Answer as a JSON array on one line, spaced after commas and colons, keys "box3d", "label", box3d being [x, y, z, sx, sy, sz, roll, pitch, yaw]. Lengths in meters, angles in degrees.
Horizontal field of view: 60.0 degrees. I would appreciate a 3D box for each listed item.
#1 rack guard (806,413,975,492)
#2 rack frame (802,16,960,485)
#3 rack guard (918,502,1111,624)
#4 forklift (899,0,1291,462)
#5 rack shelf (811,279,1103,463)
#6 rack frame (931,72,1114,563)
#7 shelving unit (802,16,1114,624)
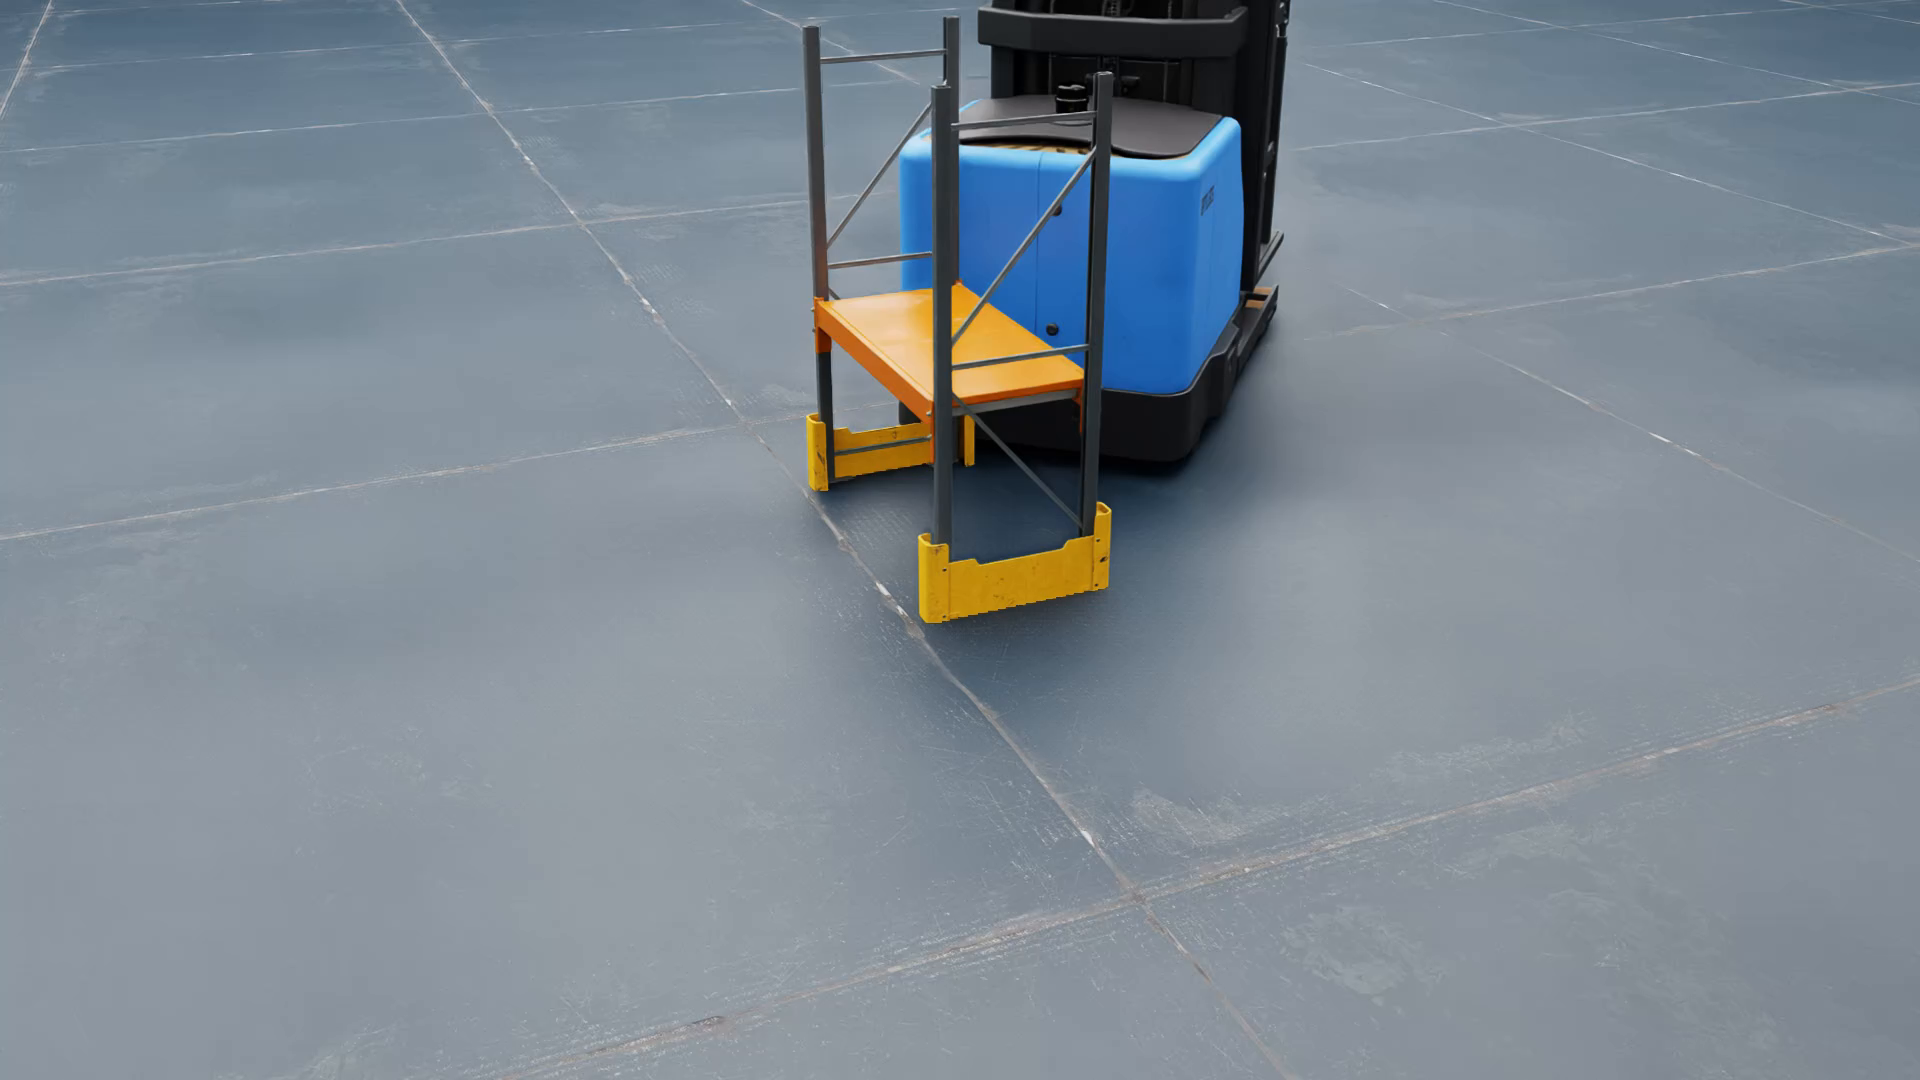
[{"box3d": [-0.230, -0.337, 5.655, 0.587, 0.250, 0.087, -11, 28, -21], "label": "rack guard"}, {"box3d": [-0.238, -0.906, 5.397, 0.500, 1.500, 0.032, -11, 28, -21], "label": "rack frame"}, {"box3d": [0.163, 0.065, 4.832, 0.587, 0.250, 0.087, -11, 28, -21], "label": "rack guard"}, {"box3d": [0.732, -2.207, 6.429, 1.130, 2.935, 3.031, 8, 27, 17], "label": "forklift"}, {"box3d": [-0.037, -0.540, 5.056, 0.538, 0.185, 1.000, -11, 28, -21], "label": "rack shelf"}, {"box3d": [0.163, -0.496, 4.557, 0.500, 1.500, 0.032, -11, 28, -21], "label": "rack frame"}, {"box3d": [-0.034, -0.698, 4.970, 0.587, 1.500, 1.083, -11, 28, -21], "label": "shelving unit"}]
